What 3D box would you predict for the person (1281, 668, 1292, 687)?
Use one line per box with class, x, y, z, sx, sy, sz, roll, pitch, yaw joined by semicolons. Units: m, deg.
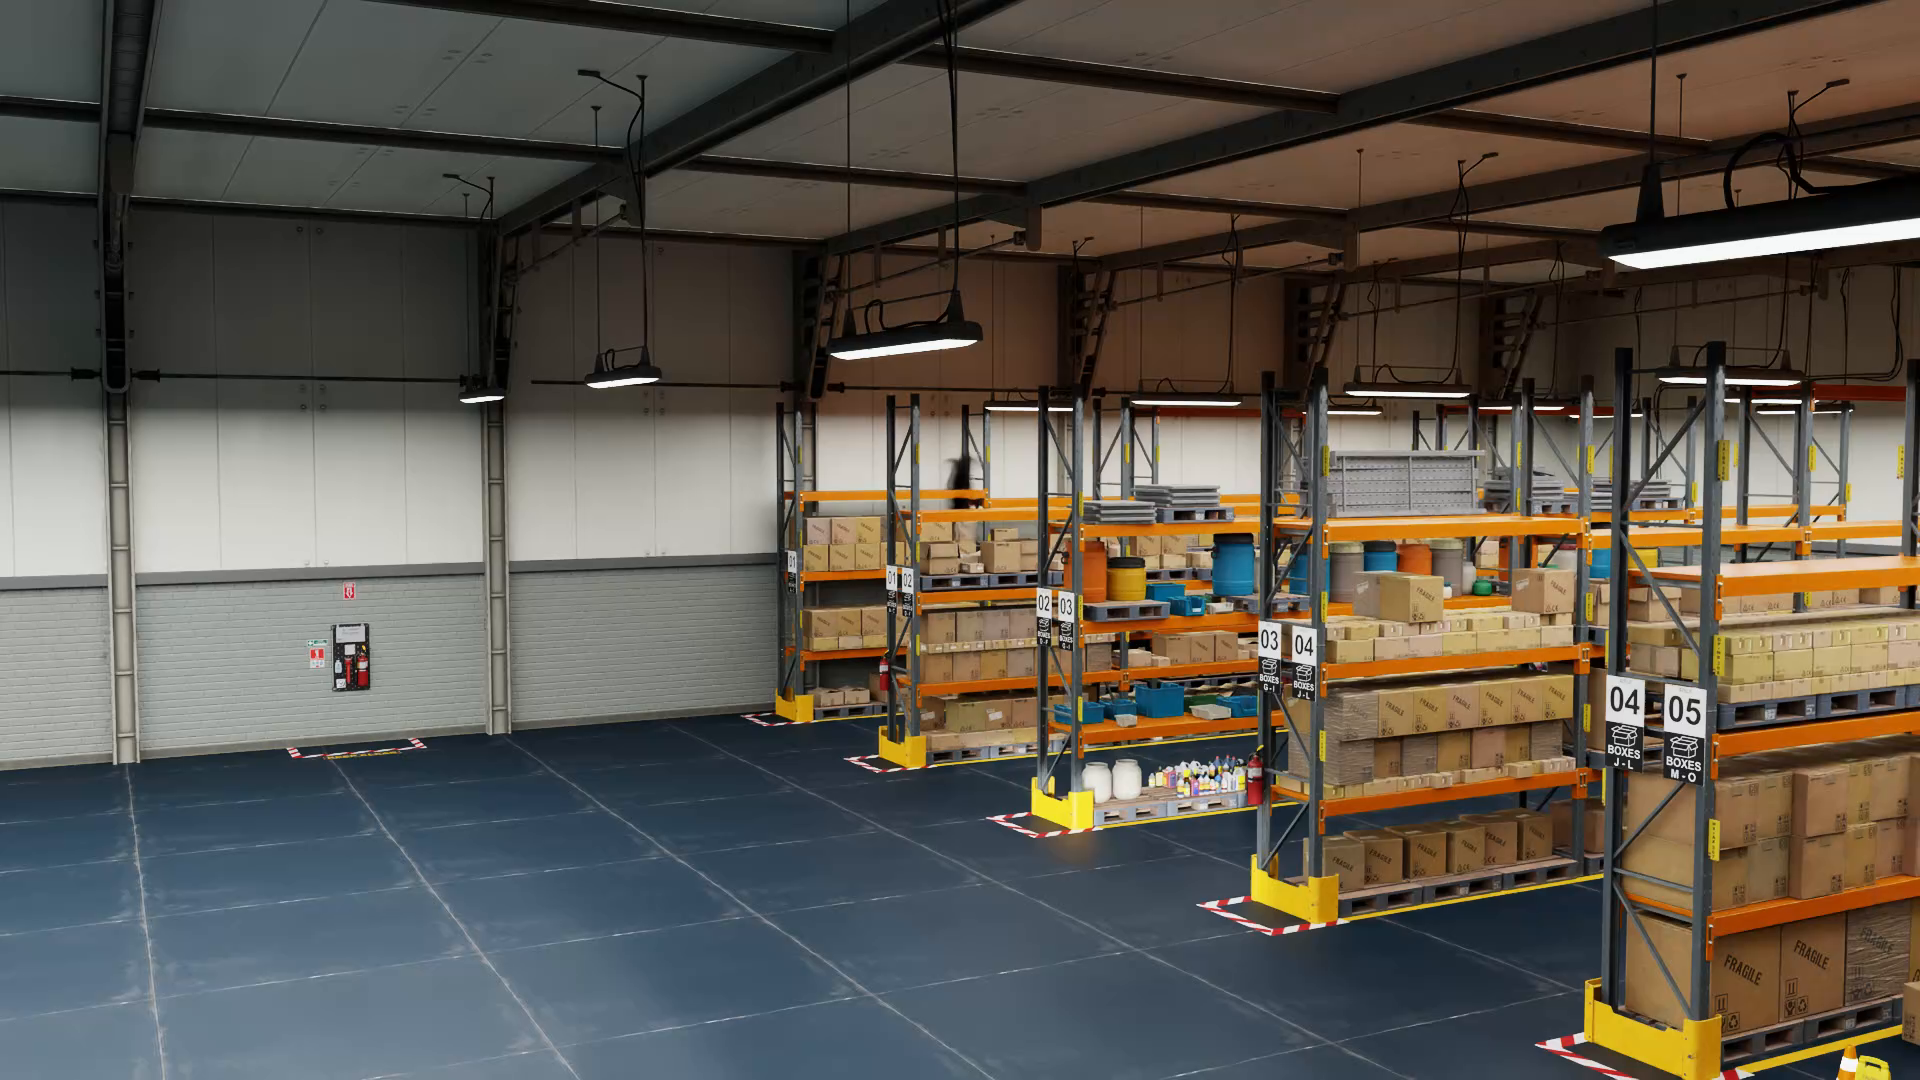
person;6.855;2.359;34.548;0.845;1.741;0.585;-2;4;-29
